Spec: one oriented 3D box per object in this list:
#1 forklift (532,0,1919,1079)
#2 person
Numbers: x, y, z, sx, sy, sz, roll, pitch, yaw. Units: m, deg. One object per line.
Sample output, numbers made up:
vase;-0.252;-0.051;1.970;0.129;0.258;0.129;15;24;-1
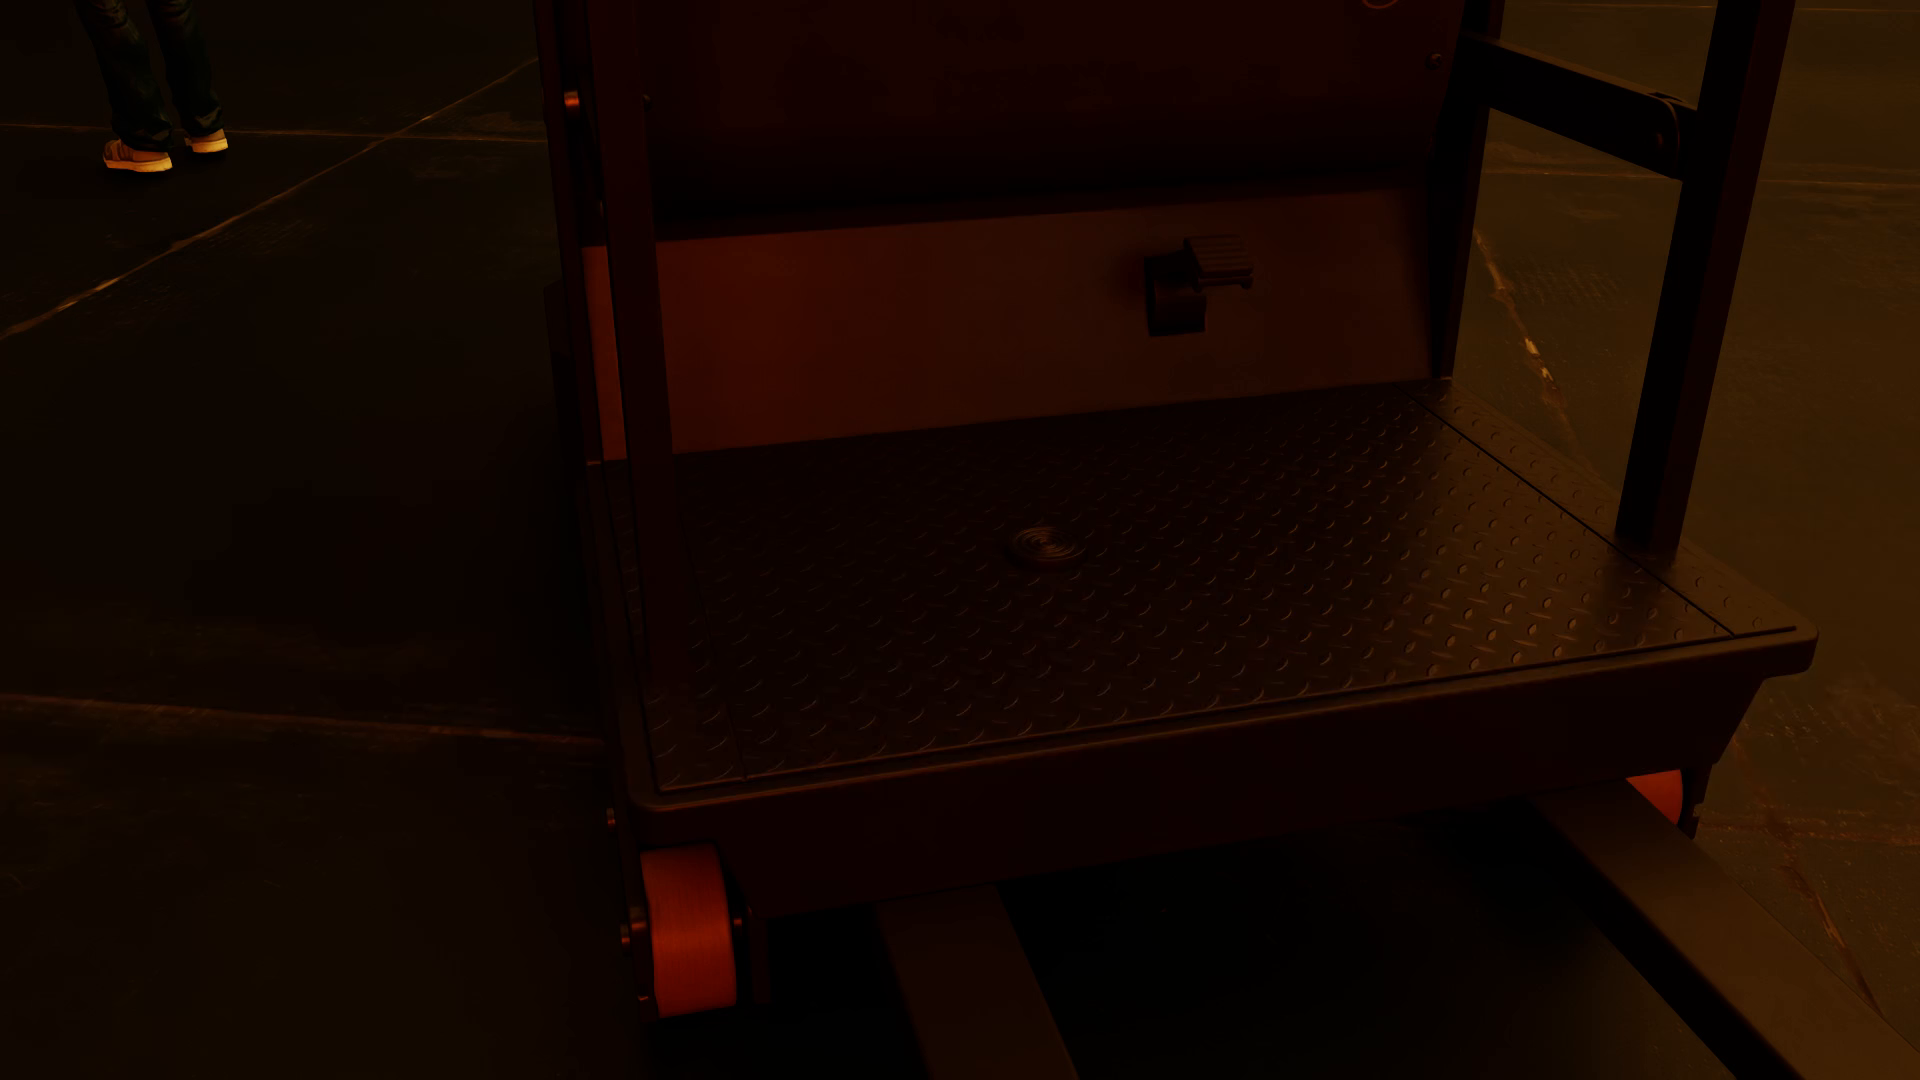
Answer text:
forklift;0.153;-1.049;1.319;1.130;2.935;3.031;-7;27;-13
person;-2.197;-1.721;4.151;0.521;1.594;0.473;-23;34;-38
